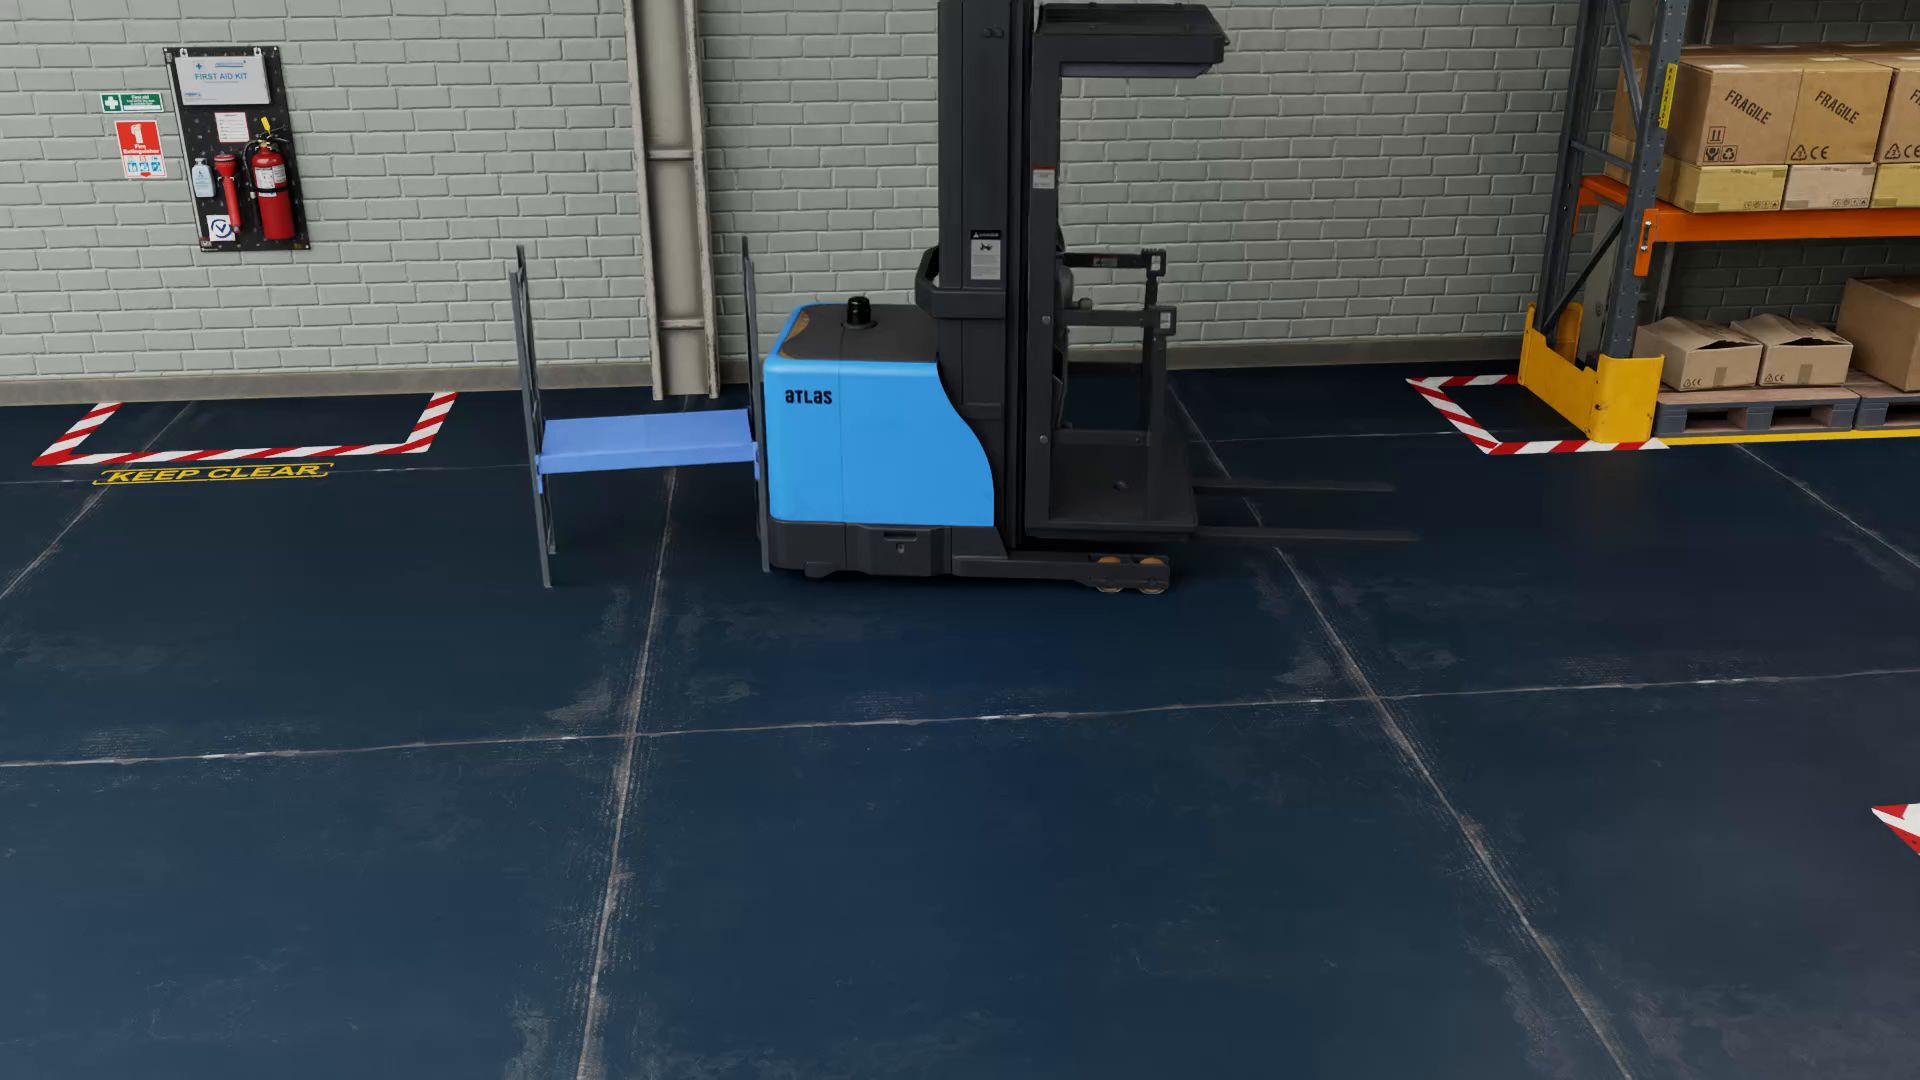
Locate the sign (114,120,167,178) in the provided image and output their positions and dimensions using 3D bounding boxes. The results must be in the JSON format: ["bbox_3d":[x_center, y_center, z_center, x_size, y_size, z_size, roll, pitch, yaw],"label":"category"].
[{"bbox_3d":[-4.717,-2.250,9.575,0.234,0.329,0.001,-2,24,-5],"label":"sign"}]

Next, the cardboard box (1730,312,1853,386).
[{"bbox_3d":[4.930,-1.145,9.903,0.500,0.311,0.500,0,24,-1],"label":"cardboard box"}]

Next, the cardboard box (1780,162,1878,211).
[{"bbox_3d":[4.698,-2.017,9.255,0.500,0.250,0.500,-3,24,-7],"label":"cardboard box"}]

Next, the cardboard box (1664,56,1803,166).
[{"bbox_3d":[4.170,-2.340,9.058,0.500,0.500,0.500,-2,24,-5],"label":"cardboard box"}]

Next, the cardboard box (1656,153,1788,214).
[{"bbox_3d":[4.182,-1.991,9.196,0.500,0.250,0.500,-3,24,-7],"label":"cardboard box"}]

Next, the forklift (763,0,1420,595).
[{"bbox_3d":[0.641,-1.311,7.591,3.031,2.935,1.130,2,24,4],"label":"forklift"}]

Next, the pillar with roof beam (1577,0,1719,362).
[{"bbox_3d":[4.700,-3.538,5.130,0.400,9.000,9.100,-2,24,-5],"label":"pillar with roof beam"}]

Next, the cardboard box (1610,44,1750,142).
[{"bbox_3d":[4.114,-2.547,9.524,0.500,0.500,0.500,-3,24,-6],"label":"cardboard box"}]

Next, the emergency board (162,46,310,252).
[{"bbox_3d":[-4.157,-2.214,9.538,0.643,1.169,0.194,-2,24,-5],"label":"emergency board"}]

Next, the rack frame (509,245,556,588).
[{"bbox_3d":[-1.964,-0.562,7.667,0.032,1.500,0.500,-4,24,-9],"label":"rack frame"}]

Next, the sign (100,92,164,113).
[{"bbox_3d":[-4.712,-2.488,9.459,0.331,0.109,0.001,-2,24,-5],"label":"sign"}]

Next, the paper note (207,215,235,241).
[{"bbox_3d":[-4.340,-1.832,9.763,0.142,0.148,0.016,-2,24,-5],"label":"paper note"}]

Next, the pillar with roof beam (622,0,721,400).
[{"bbox_3d":[-1.271,-3.298,4.592,0.400,9.000,9.100,-2,24,-5],"label":"pillar with roof beam"}]

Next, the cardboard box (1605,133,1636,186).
[{"bbox_3d":[4.112,-2.197,9.659,0.500,0.250,0.500,-2,24,-4],"label":"cardboard box"}]

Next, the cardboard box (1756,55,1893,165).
[{"bbox_3d":[4.663,-2.356,9.093,0.500,0.500,0.500,-2,24,-5],"label":"cardboard box"}]

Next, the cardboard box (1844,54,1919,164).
[{"bbox_3d":[5.178,-2.374,9.134,0.500,0.500,0.500,-3,24,-7],"label":"cardboard box"}]

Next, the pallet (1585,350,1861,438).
[{"bbox_3d":[4.553,-0.906,10.028,1.213,0.211,1.003,-2,24,-5],"label":"pallet"}]

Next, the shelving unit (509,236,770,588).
[{"bbox_3d":[-1.463,-0.597,7.747,1.048,1.500,0.538,-4,24,-9],"label":"shelving unit"}]

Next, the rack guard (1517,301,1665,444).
[{"bbox_3d":[3.741,-1.020,9.929,0.348,0.500,1.175,-2,24,-5],"label":"rack guard"}]

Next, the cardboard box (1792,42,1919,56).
[{"bbox_3d":[5.130,-2.586,9.611,0.500,0.500,0.500,-3,24,-7],"label":"cardboard box"}]

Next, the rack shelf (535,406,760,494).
[{"bbox_3d":[-1.463,-0.433,7.820,1.000,0.185,0.538,-4,24,-9],"label":"rack shelf"}]

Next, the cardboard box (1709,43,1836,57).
[{"bbox_3d":[4.616,-2.563,9.560,0.500,0.500,0.500,-2,24,-4],"label":"cardboard box"}]

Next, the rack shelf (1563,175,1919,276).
[{"bbox_3d":[5.656,-1.910,9.740,4.000,0.370,1.077,-2,24,-5],"label":"rack shelf"}]

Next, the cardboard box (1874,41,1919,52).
[{"bbox_3d":[5.631,-2.606,9.656,0.500,0.500,0.500,-2,24,-4],"label":"cardboard box"}]

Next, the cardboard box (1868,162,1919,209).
[{"bbox_3d":[5.205,-2.035,9.296,0.500,0.250,0.500,-3,24,-6],"label":"cardboard box"}]

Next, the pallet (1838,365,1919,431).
[{"bbox_3d":[5.765,-0.953,10.135,1.213,0.211,1.003,-2,24,-5],"label":"pallet"}]

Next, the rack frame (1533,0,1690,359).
[{"bbox_3d":[3.666,-2.159,9.414,0.127,3.000,1.000,-2,24,-5],"label":"rack frame"}]

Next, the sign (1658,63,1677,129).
[{"bbox_3d":[3.719,-2.335,8.745,0.005,0.325,0.100,-2,24,-5],"label":"sign"}]

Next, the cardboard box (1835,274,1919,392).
[{"bbox_3d":[5.665,-1.241,9.885,0.500,0.500,0.700,-4,24,-8],"label":"cardboard box"}]

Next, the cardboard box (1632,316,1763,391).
[{"bbox_3d":[4.363,-1.123,9.851,0.500,0.311,0.500,-5,24,-11],"label":"cardboard box"}]

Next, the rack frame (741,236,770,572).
[{"bbox_3d":[-0.962,-0.632,7.826,0.032,1.500,0.500,-4,24,-9],"label":"rack frame"}]
